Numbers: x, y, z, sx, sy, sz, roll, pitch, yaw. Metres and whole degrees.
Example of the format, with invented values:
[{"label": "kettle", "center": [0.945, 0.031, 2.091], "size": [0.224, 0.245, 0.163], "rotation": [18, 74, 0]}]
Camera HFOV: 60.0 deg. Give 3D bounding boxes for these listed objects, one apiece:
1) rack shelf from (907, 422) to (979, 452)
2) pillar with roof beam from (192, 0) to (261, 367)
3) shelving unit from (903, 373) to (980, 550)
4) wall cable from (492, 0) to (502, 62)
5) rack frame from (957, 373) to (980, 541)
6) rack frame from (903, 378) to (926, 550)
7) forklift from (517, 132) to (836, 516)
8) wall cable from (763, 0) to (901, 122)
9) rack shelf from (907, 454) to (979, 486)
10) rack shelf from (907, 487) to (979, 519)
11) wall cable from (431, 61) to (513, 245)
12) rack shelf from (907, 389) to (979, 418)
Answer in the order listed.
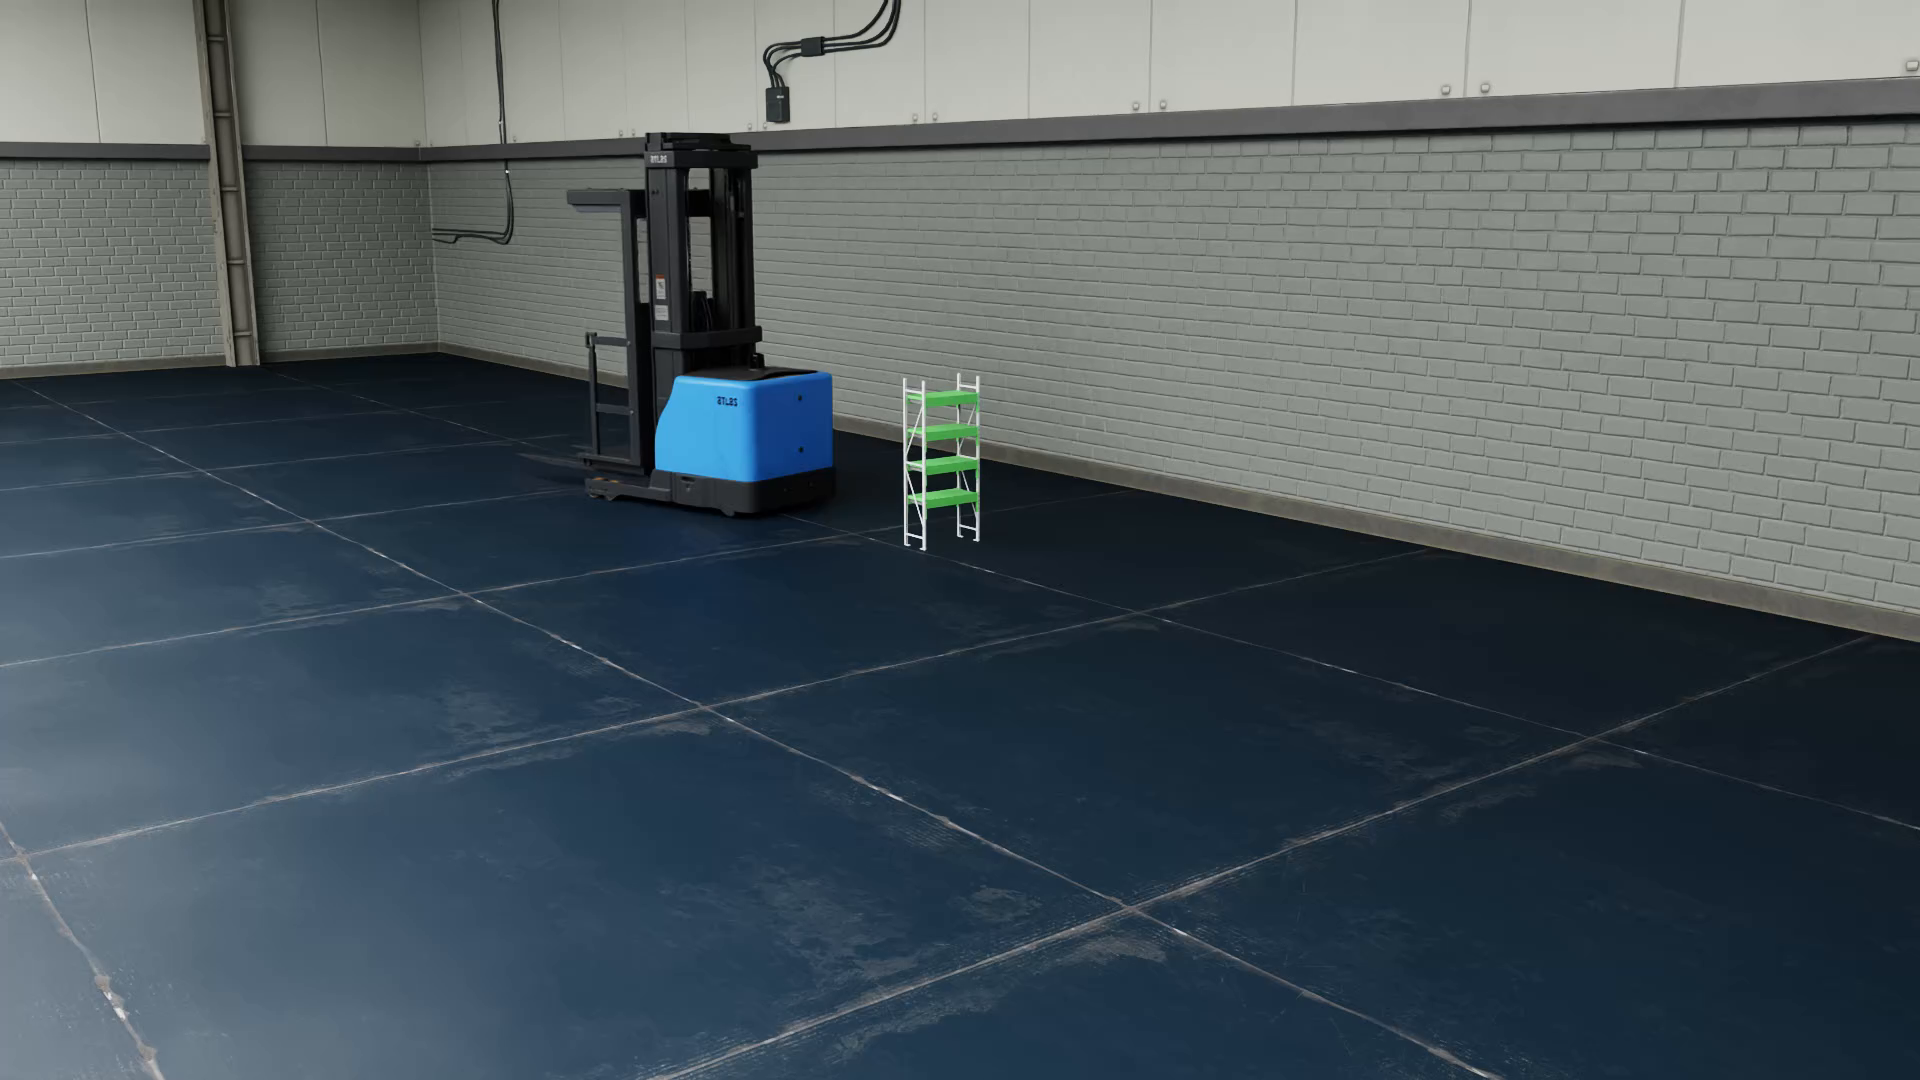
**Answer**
[{"label": "rack shelf", "center": [-0.129, -0.738, 11.866], "size": [0.480, 0.148, 0.258], "rotation": [-9, 15, -38]}, {"label": "pillar with roof beam", "center": [-7.679, -6.236, 19.830], "size": [0.400, 9.000, 9.100], "rotation": [-9, 15, -38]}, {"label": "shelving unit", "center": [-0.129, -0.565, 11.903], "size": [0.503, 1.200, 0.258], "rotation": [-9, 15, -38]}, {"label": "wall cable", "center": [-5.552, -7.614, 21.640], "size": [0.112, 2.526, 3.097], "rotation": [-9, 15, -38]}, {"label": "rack frame", "center": [0.061, -0.597, 12.052], "size": [0.015, 1.200, 0.240], "rotation": [-9, 15, -38]}, {"label": "rack frame", "center": [-0.320, -0.534, 11.754], "size": [0.015, 1.200, 0.240], "rotation": [-9, 15, -38]}, {"label": "forklift", "center": [-2.488, -1.837, 13.723], "size": [3.031, 2.935, 1.130], "rotation": [9, 15, 36]}, {"label": "wall cable", "center": [-1.324, -7.223, 16.294], "size": [0.169, 6.003, 2.305], "rotation": [-9, 15, -38]}, {"label": "rack shelf", "center": [-0.129, -0.503, 11.916], "size": [0.480, 0.148, 0.258], "rotation": [-9, 15, -38]}, {"label": "rack shelf", "center": [-0.129, -0.268, 11.966], "size": [0.480, 0.148, 0.258], "rotation": [-9, 15, -38]}, {"label": "wall cable", "center": [-7.242, -5.583, 24.231], "size": [0.112, 2.526, 3.097], "rotation": [-9, 15, -38]}, {"label": "rack shelf", "center": [-0.129, -0.972, 11.817], "size": [0.480, 0.148, 0.258], "rotation": [-9, 15, -38]}]
